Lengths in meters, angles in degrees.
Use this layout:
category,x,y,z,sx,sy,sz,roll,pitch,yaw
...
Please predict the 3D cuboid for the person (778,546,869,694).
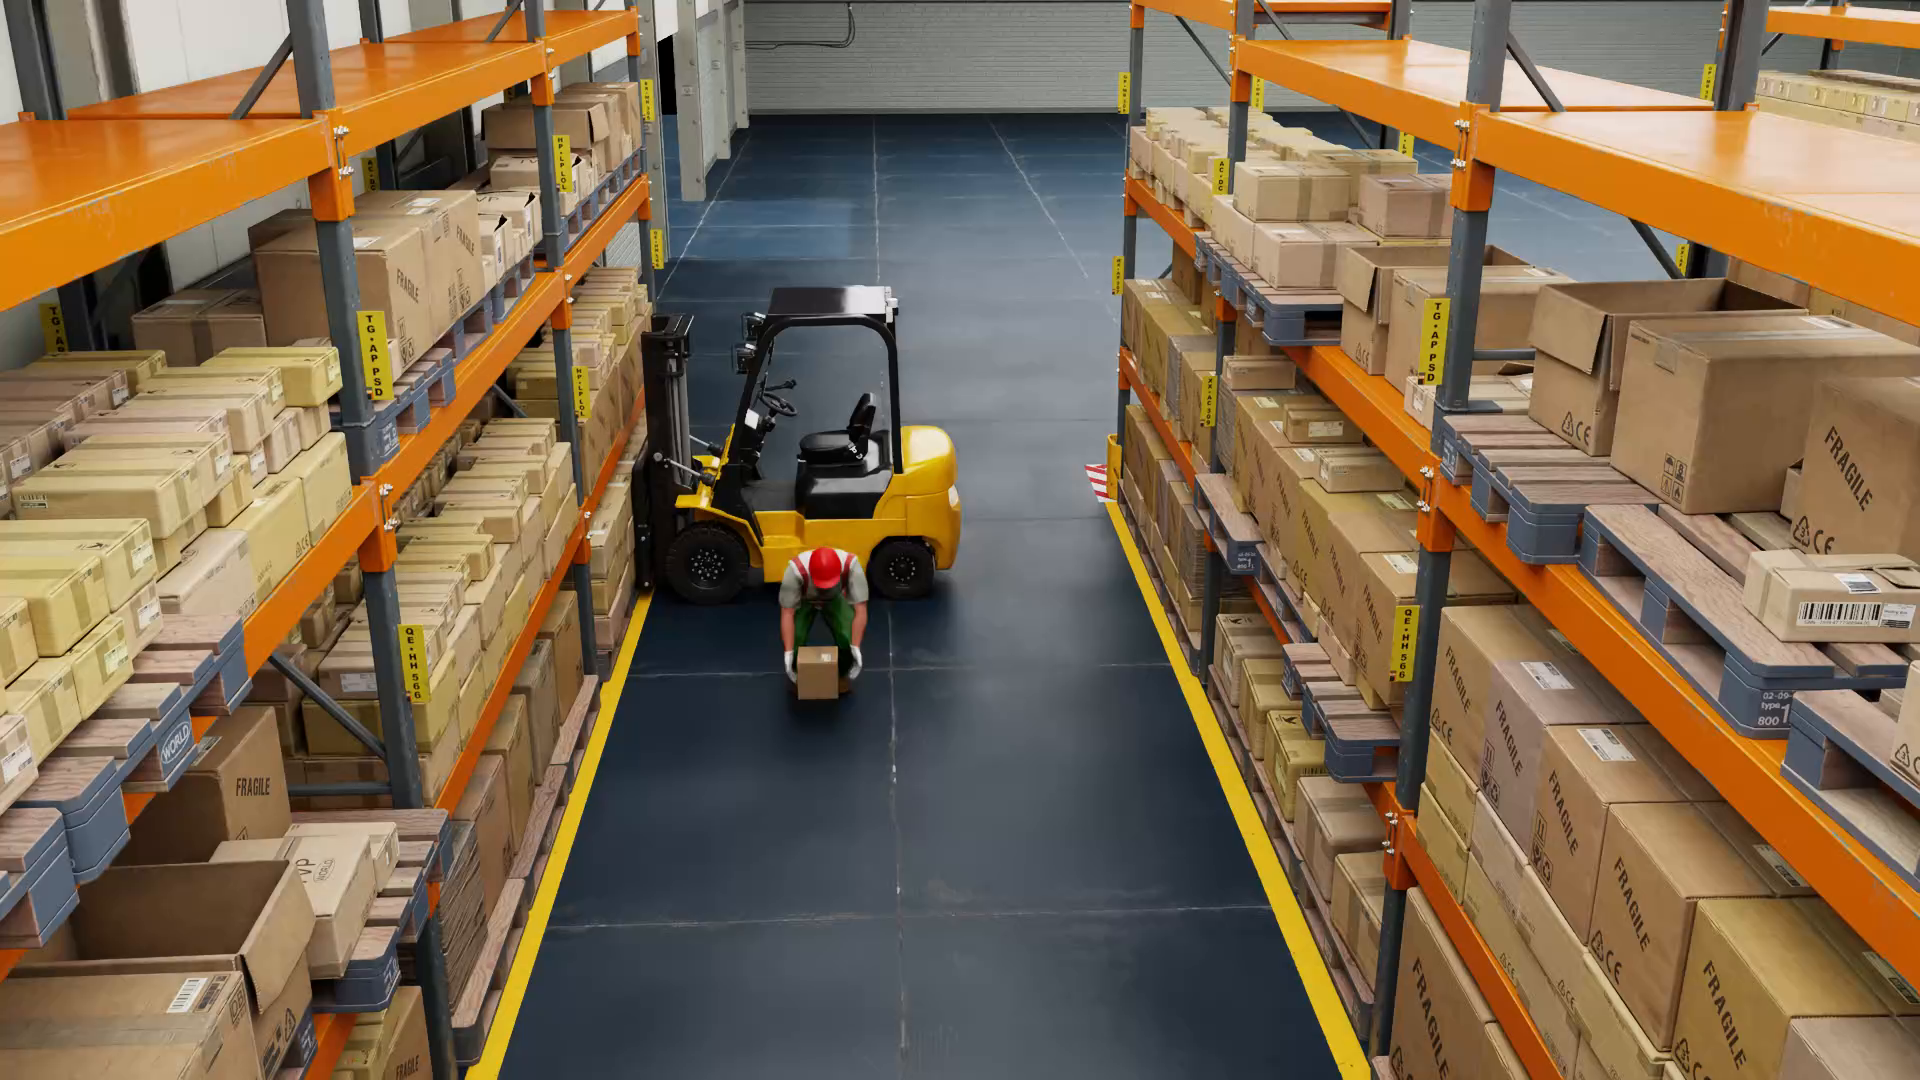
category,x,y,z,sx,sy,sz,roll,pitch,yaw
person,-0.875,0.473,10.704,0.583,1.136,0.854,-1,20,-3
